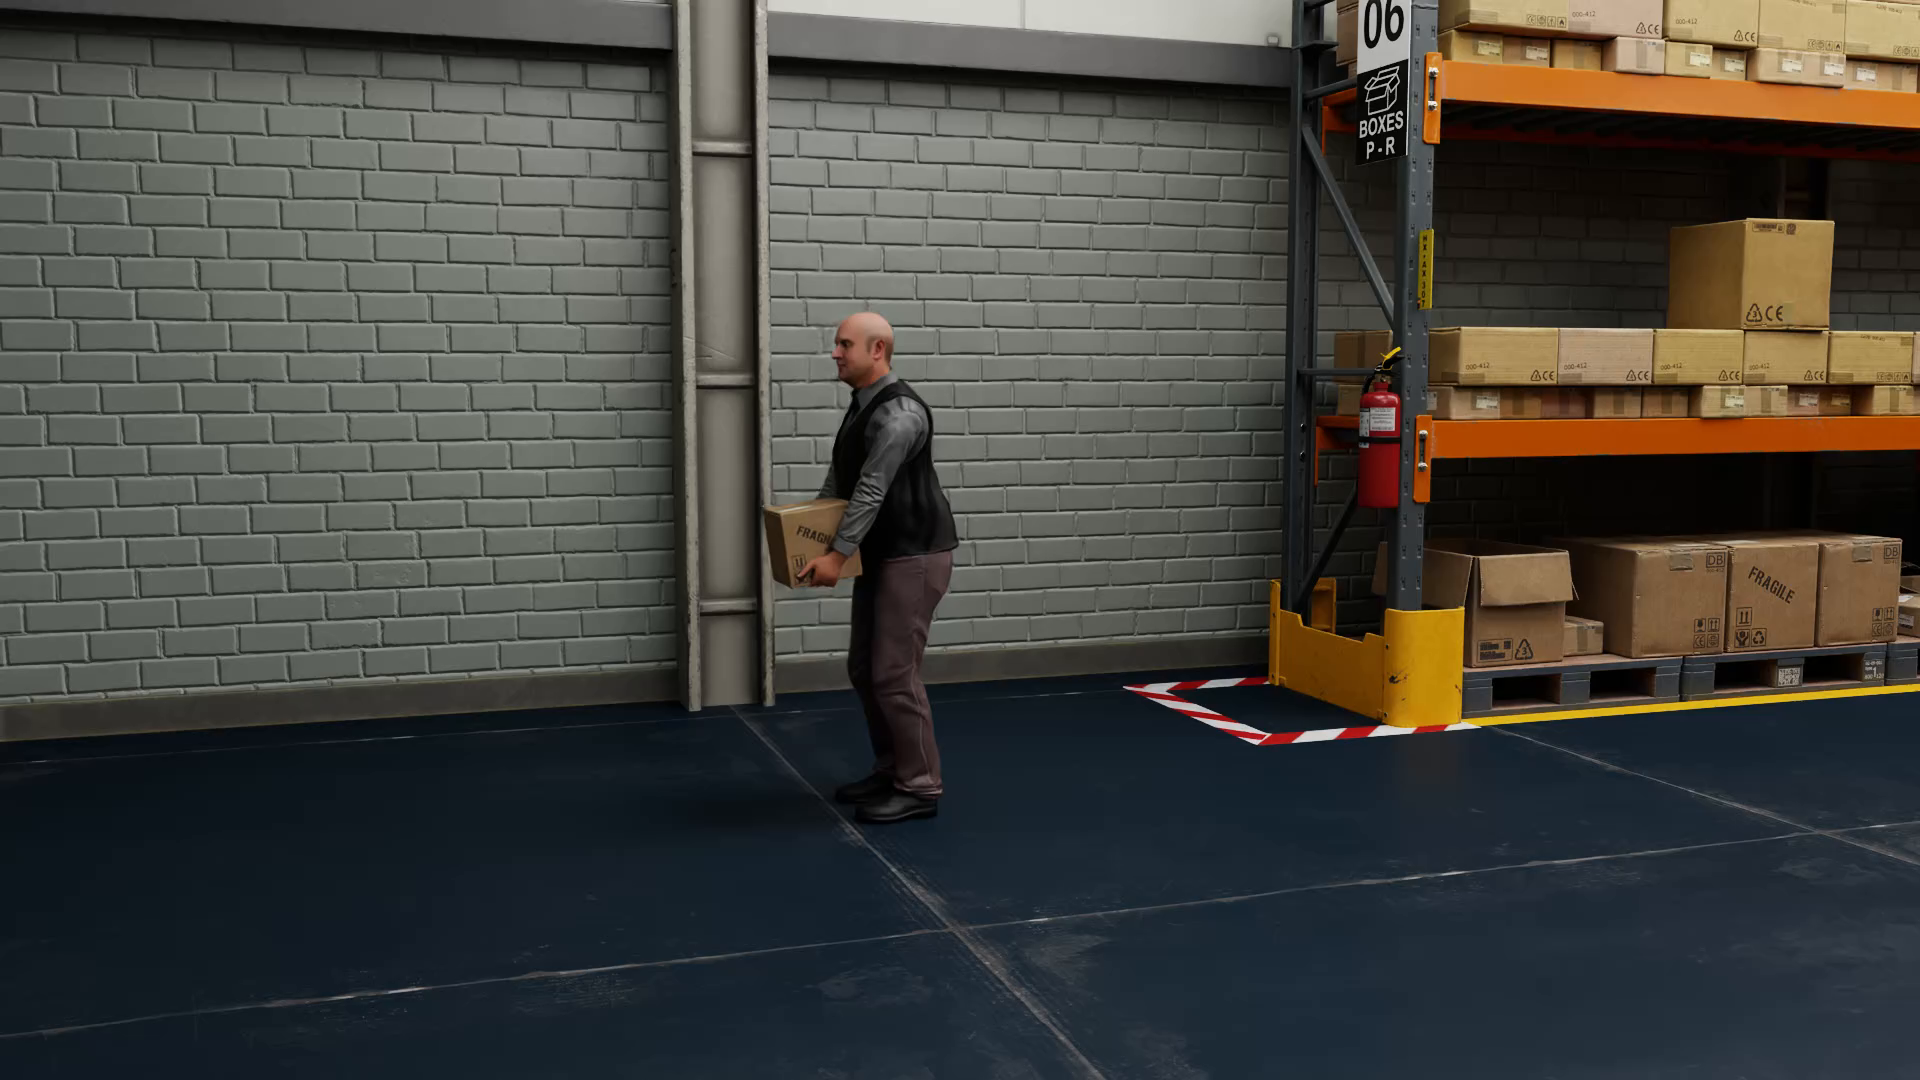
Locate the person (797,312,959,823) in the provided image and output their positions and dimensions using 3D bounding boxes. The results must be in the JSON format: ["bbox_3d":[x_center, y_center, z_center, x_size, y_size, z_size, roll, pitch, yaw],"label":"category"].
[{"bbox_3d":[-0.302,0.087,5.660,0.574,1.711,0.489,-2,6,-20],"label":"person"}]
